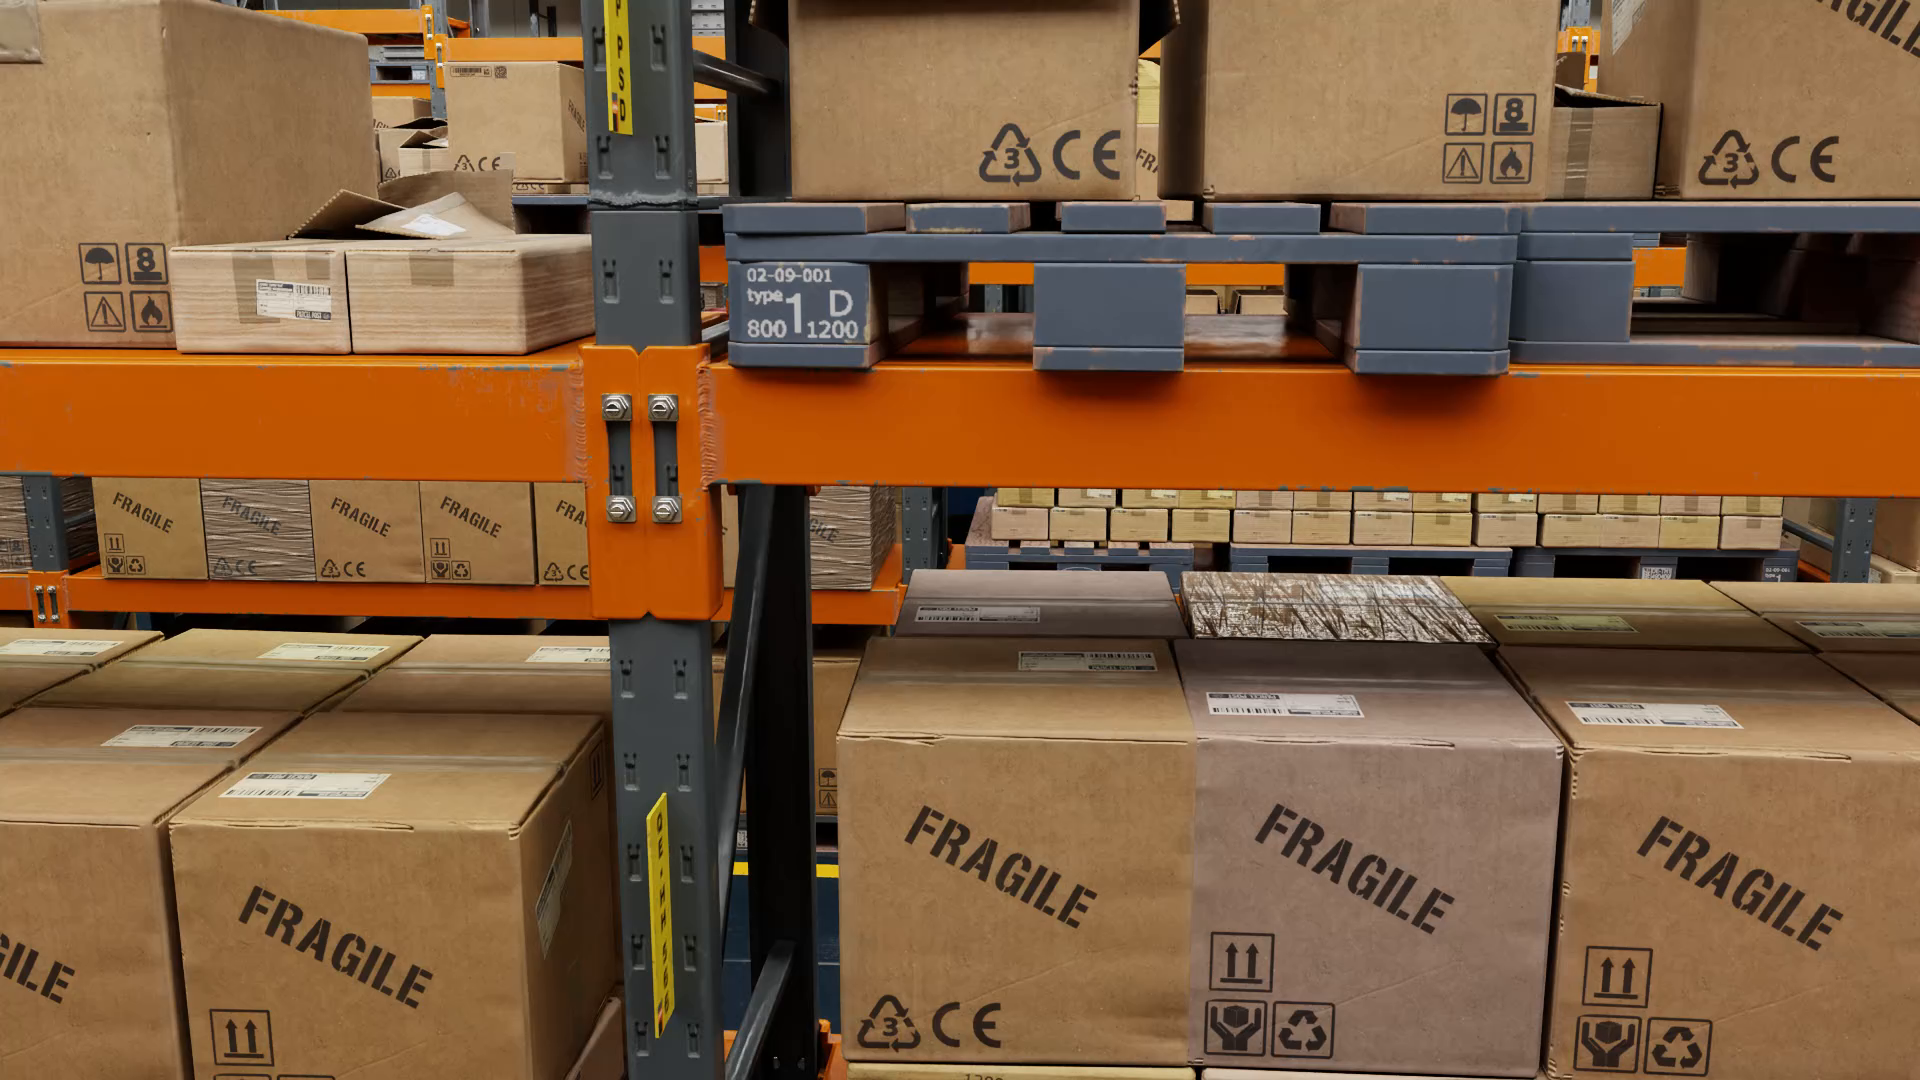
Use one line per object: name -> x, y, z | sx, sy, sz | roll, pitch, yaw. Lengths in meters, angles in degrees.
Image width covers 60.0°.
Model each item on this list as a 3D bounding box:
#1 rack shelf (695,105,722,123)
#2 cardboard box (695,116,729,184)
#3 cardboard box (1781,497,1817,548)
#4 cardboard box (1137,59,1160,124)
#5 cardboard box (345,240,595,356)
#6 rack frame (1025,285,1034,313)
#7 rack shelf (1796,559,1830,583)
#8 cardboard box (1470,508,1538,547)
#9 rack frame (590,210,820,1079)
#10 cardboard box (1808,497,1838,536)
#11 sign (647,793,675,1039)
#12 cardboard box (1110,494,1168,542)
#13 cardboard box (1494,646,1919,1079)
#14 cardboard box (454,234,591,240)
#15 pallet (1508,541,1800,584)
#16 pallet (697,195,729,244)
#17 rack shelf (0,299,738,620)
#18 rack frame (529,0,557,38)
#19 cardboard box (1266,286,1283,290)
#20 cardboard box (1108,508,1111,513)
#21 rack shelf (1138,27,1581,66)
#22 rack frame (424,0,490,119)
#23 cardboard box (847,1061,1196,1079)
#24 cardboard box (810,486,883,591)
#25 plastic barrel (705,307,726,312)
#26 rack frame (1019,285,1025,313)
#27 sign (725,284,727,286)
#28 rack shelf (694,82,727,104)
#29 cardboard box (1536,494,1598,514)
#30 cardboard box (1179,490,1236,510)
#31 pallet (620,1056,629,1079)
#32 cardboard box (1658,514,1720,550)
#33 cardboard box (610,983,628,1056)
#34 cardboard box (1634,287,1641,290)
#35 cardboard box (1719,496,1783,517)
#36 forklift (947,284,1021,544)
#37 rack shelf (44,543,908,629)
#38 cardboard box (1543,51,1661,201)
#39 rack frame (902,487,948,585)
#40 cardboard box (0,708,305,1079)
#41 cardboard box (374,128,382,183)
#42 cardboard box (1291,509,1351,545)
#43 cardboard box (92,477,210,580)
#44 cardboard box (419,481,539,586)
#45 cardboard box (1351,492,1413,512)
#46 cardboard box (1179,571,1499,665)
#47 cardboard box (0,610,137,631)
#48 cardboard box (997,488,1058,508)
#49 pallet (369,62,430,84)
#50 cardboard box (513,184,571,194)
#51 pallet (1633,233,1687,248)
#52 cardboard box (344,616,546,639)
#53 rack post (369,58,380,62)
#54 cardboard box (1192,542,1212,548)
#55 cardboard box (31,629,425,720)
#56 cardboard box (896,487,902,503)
rack shelf -> -5.047, -5.580, 22.201 | 4.000, 0.370, 1.077 | 1, 12, 4
cardboard box -> -1.221, -1.706, 7.220 | 0.500, 0.311, 0.500 | 1, 12, 4
cardboard box -> 5.816, -0.159, 12.366 | 0.875, 0.875, 0.875 | 1, 12, 4
cardboard box -> 0.741, -1.897, 7.071 | 0.258, 0.266, 0.396 | 1, 12, 4
cardboard box -> -0.717, -0.368, 2.489 | 0.250, 0.149, 0.380 | 1, 12, 4
rack frame -> 0.940, -3.110, 22.308 | 0.127, 3.000, 1.000 | 1, 12, 4
rack shelf -> 5.828, 0.360, 7.477 | 4.000, 0.370, 1.077 | 1, 12, 4
cardboard box -> 2.387, -0.080, 7.414 | 0.250, 0.149, 0.380 | 0, 12, 1
rack frame -> -0.388, 0.939, 2.955 | 0.127, 3.000, 1.000 | 1, 12, 4
cardboard box -> 4.334, -0.265, 7.738 | 0.500, 0.500, 0.500 | 1, 12, 4
sign -> -0.415, 0.522, 2.314 | 0.005, 0.325, 0.100 | 1, 12, 4
cardboard box -> 0.811, -0.102, 7.518 | 0.250, 0.149, 0.380 | 1, 12, 7
cardboard box -> 1.098, 0.472, 2.500 | 0.500, 0.500, 0.500 | 1, 12, 5
cardboard box -> -0.691, -0.446, 2.860 | 0.250, 0.149, 0.380 | 1, 12, 4
pallet -> 3.080, 0.034, 7.746 | 1.213, 0.211, 1.003 | 1, 12, 4
pallet -> -0.804, -1.448, 7.499 | 1.003, 0.211, 1.213 | 1, 12, 6
rack shelf -> -2.384, -0.205, 2.853 | 4.000, 0.370, 1.077 | 1, 12, 4
rack frame -> -6.715, -7.168, 27.055 | 0.127, 3.000, 1.000 | 1, 12, 4
cardboard box -> 4.473, -3.362, 22.243 | 0.500, 0.500, 0.700 | -3, 12, -15
cardboard box -> 0.612, -0.240, 8.177 | 0.250, 0.149, 0.380 | 1, 12, 4
rack shelf -> 2.269, -3.447, 12.003 | 4.000, 0.370, 1.077 | 1, 12, 4
rack frame -> -3.717, -4.077, 12.281 | 0.127, 3.000, 1.000 | 1, 12, 4
cardboard box -> 0.101, 0.825, 2.645 | 0.500, 0.250, 0.500 | 1, 12, 3
cardboard box -> -0.626, -0.074, 7.553 | 0.500, 0.500, 0.500 | 1, 12, 4
plastic barrel -> -2.446, -2.161, 17.442 | 0.433, 0.535, 0.433 | 0, 12, 0
rack frame -> 0.605, -2.098, 17.471 | 0.127, 3.000, 1.000 | 1, 12, 4
sign -> -3.087, -3.514, 21.931 | 0.005, 0.325, 0.100 | 1, 12, 4
rack shelf -> -1.391, -4.514, 17.102 | 4.000, 0.370, 1.077 | 1, 12, 4
cardboard box -> 2.639, -0.223, 7.369 | 0.250, 0.149, 0.380 | 0, 12, 2
cardboard box -> 1.099, -0.245, 7.475 | 0.250, 0.149, 0.380 | 1, 12, 4
pallet -> -1.107, 1.044, 2.917 | 1.003, 0.211, 1.213 | 1, 12, 4
cardboard box -> 3.164, -0.070, 7.366 | 0.250, 0.149, 0.380 | 1, 12, 4
cardboard box -> -0.700, 0.814, 3.141 | 0.250, 0.149, 0.380 | 0, 12, 0
cardboard box -> 8.459, -3.488, 21.433 | 0.500, 0.500, 0.500 | 1, 12, 3
cardboard box -> 3.422, -0.213, 7.320 | 0.250, 0.149, 0.380 | 1, 12, 5
forklift -> 0.677, -1.441, 14.498 | 3.031, 2.935, 1.130 | 1, 12, 5
rack shelf -> -2.154, 0.251, 8.001 | 4.000, 0.370, 1.077 | 1, 12, 4
cardboard box -> 1.009, -0.722, 2.870 | 0.258, 0.266, 0.396 | 0, 12, 2
rack frame -> -0.158, -0.074, 7.796 | 0.127, 3.000, 1.000 | 1, 12, 4
cardboard box -> -1.377, 0.584, 2.653 | 0.500, 0.500, 0.500 | 1, 12, 3
cardboard box -> -2.903, -1.806, 7.847 | 0.500, 0.250, 0.500 | 1, 12, 3
cardboard box -> 1.598, -0.092, 7.468 | 0.250, 0.149, 0.380 | 1, 12, 5
cardboard box -> -3.643, -0.116, 7.750 | 0.500, 0.500, 0.500 | 1, 12, 4
cardboard box -> -2.134, -0.094, 7.649 | 0.500, 0.500, 0.500 | 1, 12, 5
cardboard box -> 1.865, -0.234, 7.424 | 0.250, 0.149, 0.380 | 1, 12, 6
cardboard box -> 0.657, 0.359, 3.039 | 0.500, 0.500, 0.500 | 1, 12, 5
cardboard box -> -4.772, 0.683, 8.342 | 0.875, 0.875, 0.875 | 1, 12, 5
cardboard box -> 0.310, -0.255, 7.521 | 0.250, 0.149, 0.380 | 1, 12, 6
pallet -> -5.431, -4.823, 17.282 | 1.213, 0.211, 1.003 | 1, 12, 4
cardboard box -> -3.255, -2.838, 12.407 | 0.637, 0.503, 0.797 | 0, 12, 1
pallet -> 3.224, -1.426, 7.391 | 1.003, 0.211, 1.213 | 1, 12, 4
cardboard box -> -2.562, 0.771, 8.226 | 0.750, 0.750, 1.050 | 1, 12, 4
rack post -> -6.632, -4.863, 17.257 | 0.954, 0.300, 0.937 | 2, 12, 10
cardboard box -> 1.850, -0.224, 12.677 | 0.875, 0.875, 1.225 | 1, 12, 4
cardboard box -> -1.342, 0.479, 3.154 | 0.500, 0.500, 0.500 | 1, 12, 7
cardboard box -> -0.397, -0.448, 12.782 | 0.500, 0.250, 0.500 | 1, 12, 6
